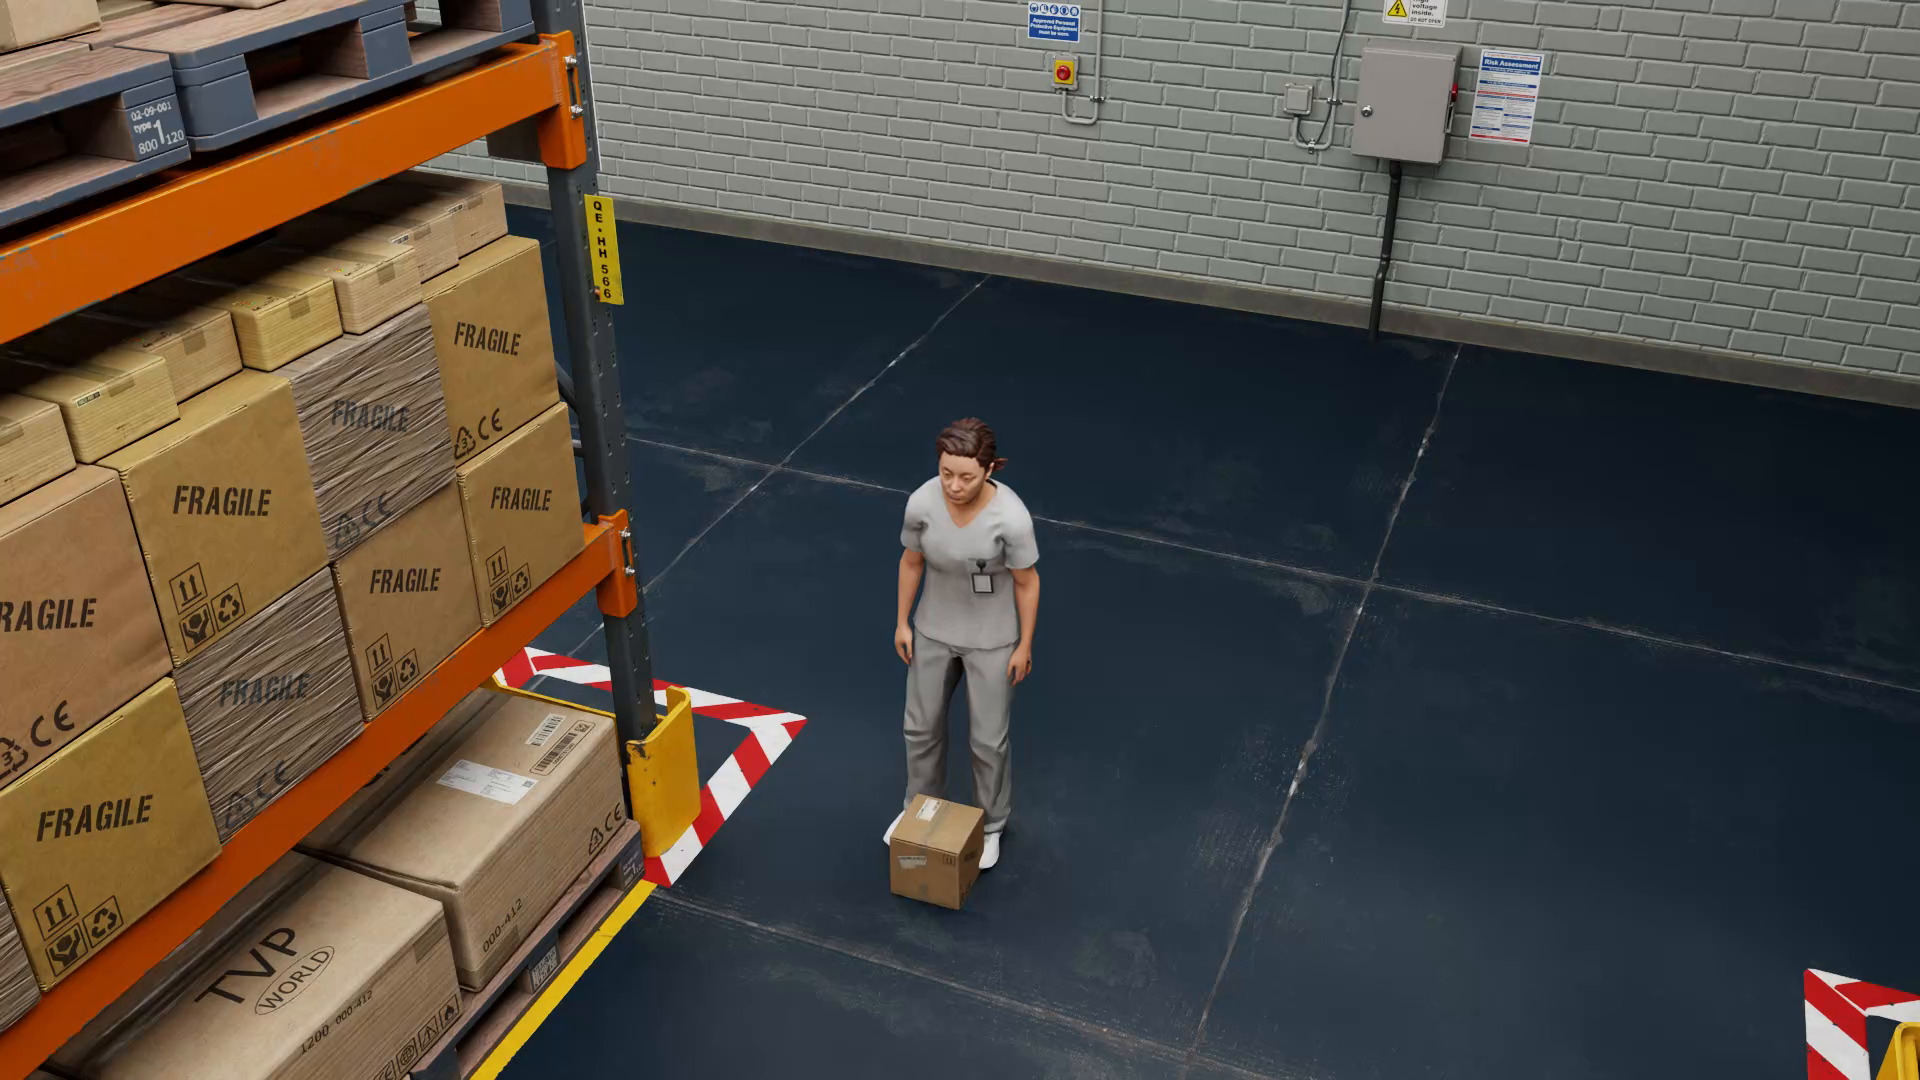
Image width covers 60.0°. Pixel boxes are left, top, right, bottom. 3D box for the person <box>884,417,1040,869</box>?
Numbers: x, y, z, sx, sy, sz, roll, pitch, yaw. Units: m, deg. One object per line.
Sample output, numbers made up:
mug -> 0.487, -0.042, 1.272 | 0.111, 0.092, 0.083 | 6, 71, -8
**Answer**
person -> 0.008, 0.333, 5.548 | 0.501, 1.671, 0.364 | 10, 31, 17
